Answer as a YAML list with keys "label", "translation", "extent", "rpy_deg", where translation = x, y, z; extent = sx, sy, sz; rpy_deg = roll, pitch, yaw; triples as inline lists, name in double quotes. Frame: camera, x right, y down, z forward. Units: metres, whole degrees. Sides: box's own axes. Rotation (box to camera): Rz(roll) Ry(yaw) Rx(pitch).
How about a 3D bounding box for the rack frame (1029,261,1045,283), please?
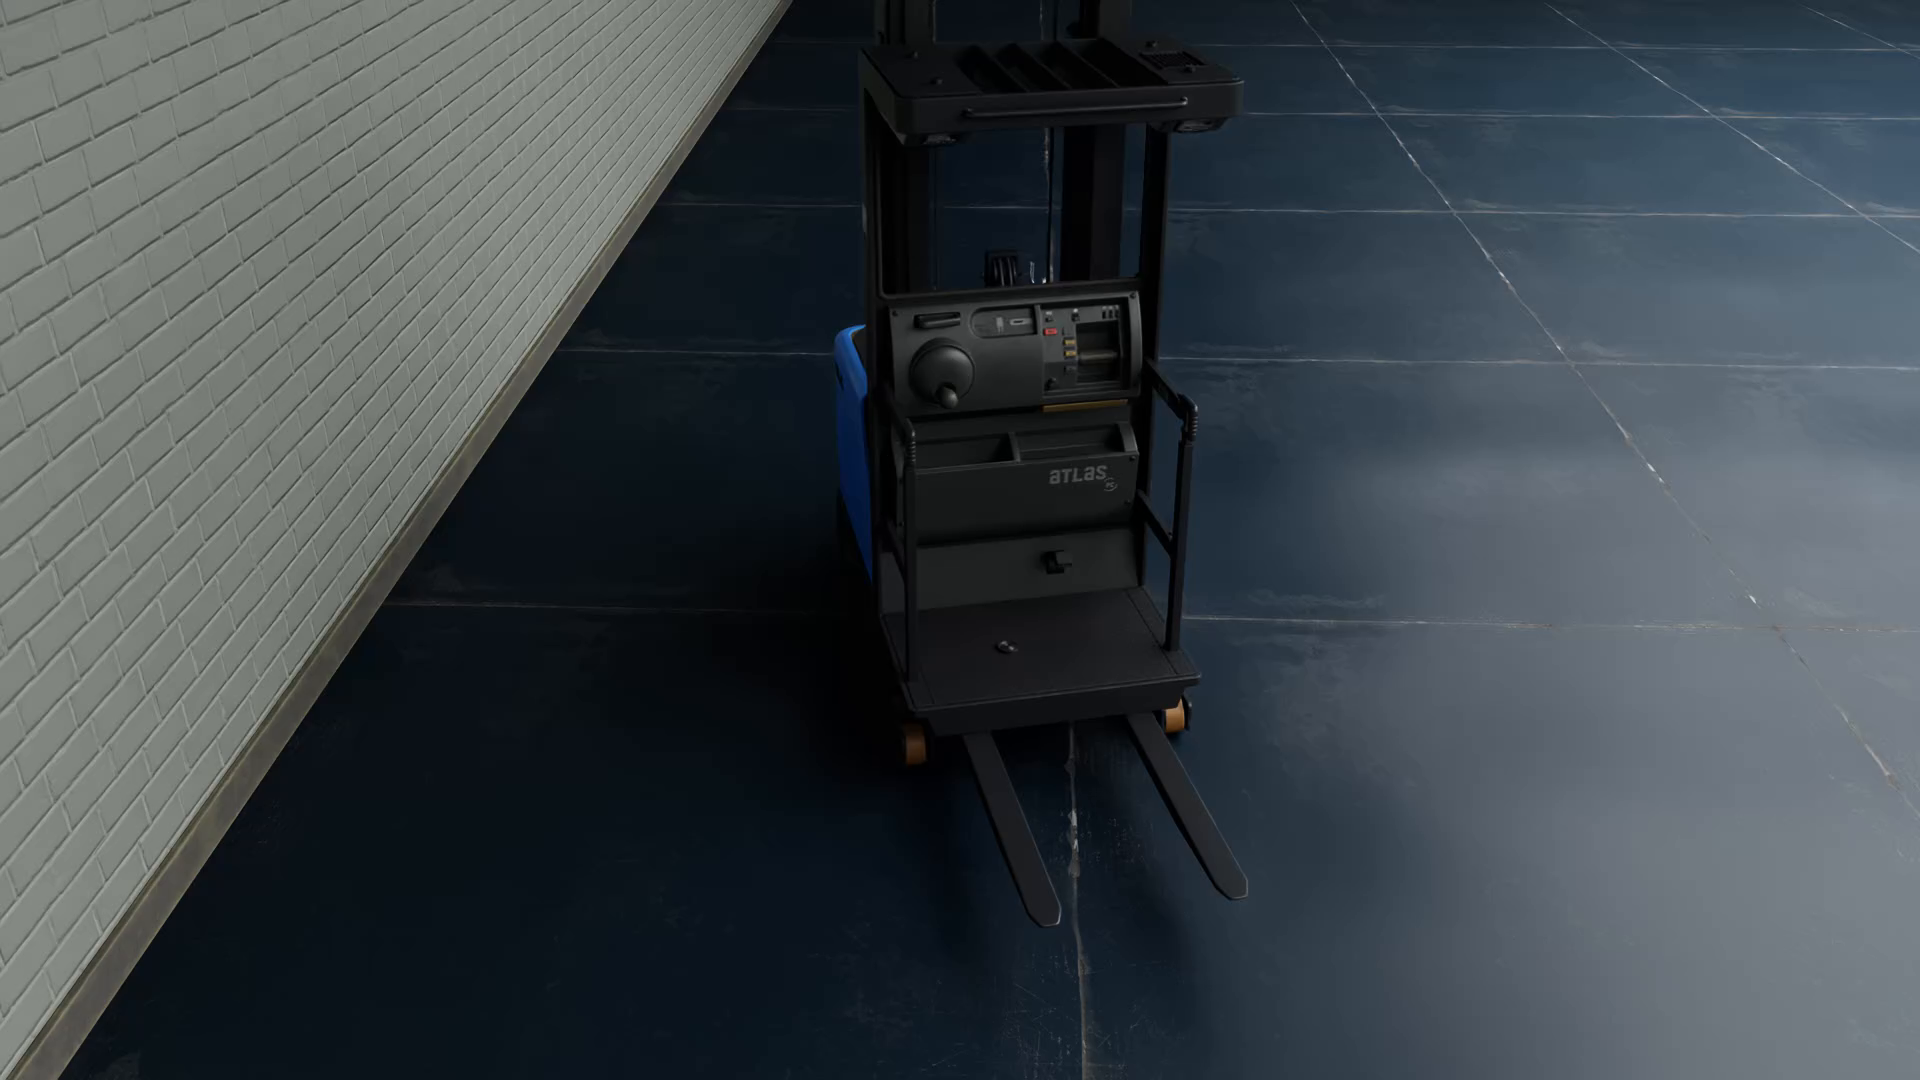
- label: "rack frame"
  translation: [0.347, -0.689, 7.768]
  extent: [0.015, 1.200, 0.240]
  rpy_deg: [-6, 28, -11]

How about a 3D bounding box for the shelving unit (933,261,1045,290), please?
- label: "shelving unit"
  translation: [0.108, -0.665, 7.722]
  extent: [0.503, 1.200, 0.258]
  rpy_deg: [-6, 28, -11]

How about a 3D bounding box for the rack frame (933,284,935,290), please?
- label: "rack frame"
  translation: [-0.130, -0.640, 7.677]
  extent: [0.015, 1.200, 0.240]
  rpy_deg: [-6, 28, -11]

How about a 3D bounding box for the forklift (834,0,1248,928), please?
- label: "forklift"
  translation: [0.253, -0.647, 5.842]
  extent: [1.130, 2.935, 3.031]
  rpy_deg: [-6, 28, -11]
